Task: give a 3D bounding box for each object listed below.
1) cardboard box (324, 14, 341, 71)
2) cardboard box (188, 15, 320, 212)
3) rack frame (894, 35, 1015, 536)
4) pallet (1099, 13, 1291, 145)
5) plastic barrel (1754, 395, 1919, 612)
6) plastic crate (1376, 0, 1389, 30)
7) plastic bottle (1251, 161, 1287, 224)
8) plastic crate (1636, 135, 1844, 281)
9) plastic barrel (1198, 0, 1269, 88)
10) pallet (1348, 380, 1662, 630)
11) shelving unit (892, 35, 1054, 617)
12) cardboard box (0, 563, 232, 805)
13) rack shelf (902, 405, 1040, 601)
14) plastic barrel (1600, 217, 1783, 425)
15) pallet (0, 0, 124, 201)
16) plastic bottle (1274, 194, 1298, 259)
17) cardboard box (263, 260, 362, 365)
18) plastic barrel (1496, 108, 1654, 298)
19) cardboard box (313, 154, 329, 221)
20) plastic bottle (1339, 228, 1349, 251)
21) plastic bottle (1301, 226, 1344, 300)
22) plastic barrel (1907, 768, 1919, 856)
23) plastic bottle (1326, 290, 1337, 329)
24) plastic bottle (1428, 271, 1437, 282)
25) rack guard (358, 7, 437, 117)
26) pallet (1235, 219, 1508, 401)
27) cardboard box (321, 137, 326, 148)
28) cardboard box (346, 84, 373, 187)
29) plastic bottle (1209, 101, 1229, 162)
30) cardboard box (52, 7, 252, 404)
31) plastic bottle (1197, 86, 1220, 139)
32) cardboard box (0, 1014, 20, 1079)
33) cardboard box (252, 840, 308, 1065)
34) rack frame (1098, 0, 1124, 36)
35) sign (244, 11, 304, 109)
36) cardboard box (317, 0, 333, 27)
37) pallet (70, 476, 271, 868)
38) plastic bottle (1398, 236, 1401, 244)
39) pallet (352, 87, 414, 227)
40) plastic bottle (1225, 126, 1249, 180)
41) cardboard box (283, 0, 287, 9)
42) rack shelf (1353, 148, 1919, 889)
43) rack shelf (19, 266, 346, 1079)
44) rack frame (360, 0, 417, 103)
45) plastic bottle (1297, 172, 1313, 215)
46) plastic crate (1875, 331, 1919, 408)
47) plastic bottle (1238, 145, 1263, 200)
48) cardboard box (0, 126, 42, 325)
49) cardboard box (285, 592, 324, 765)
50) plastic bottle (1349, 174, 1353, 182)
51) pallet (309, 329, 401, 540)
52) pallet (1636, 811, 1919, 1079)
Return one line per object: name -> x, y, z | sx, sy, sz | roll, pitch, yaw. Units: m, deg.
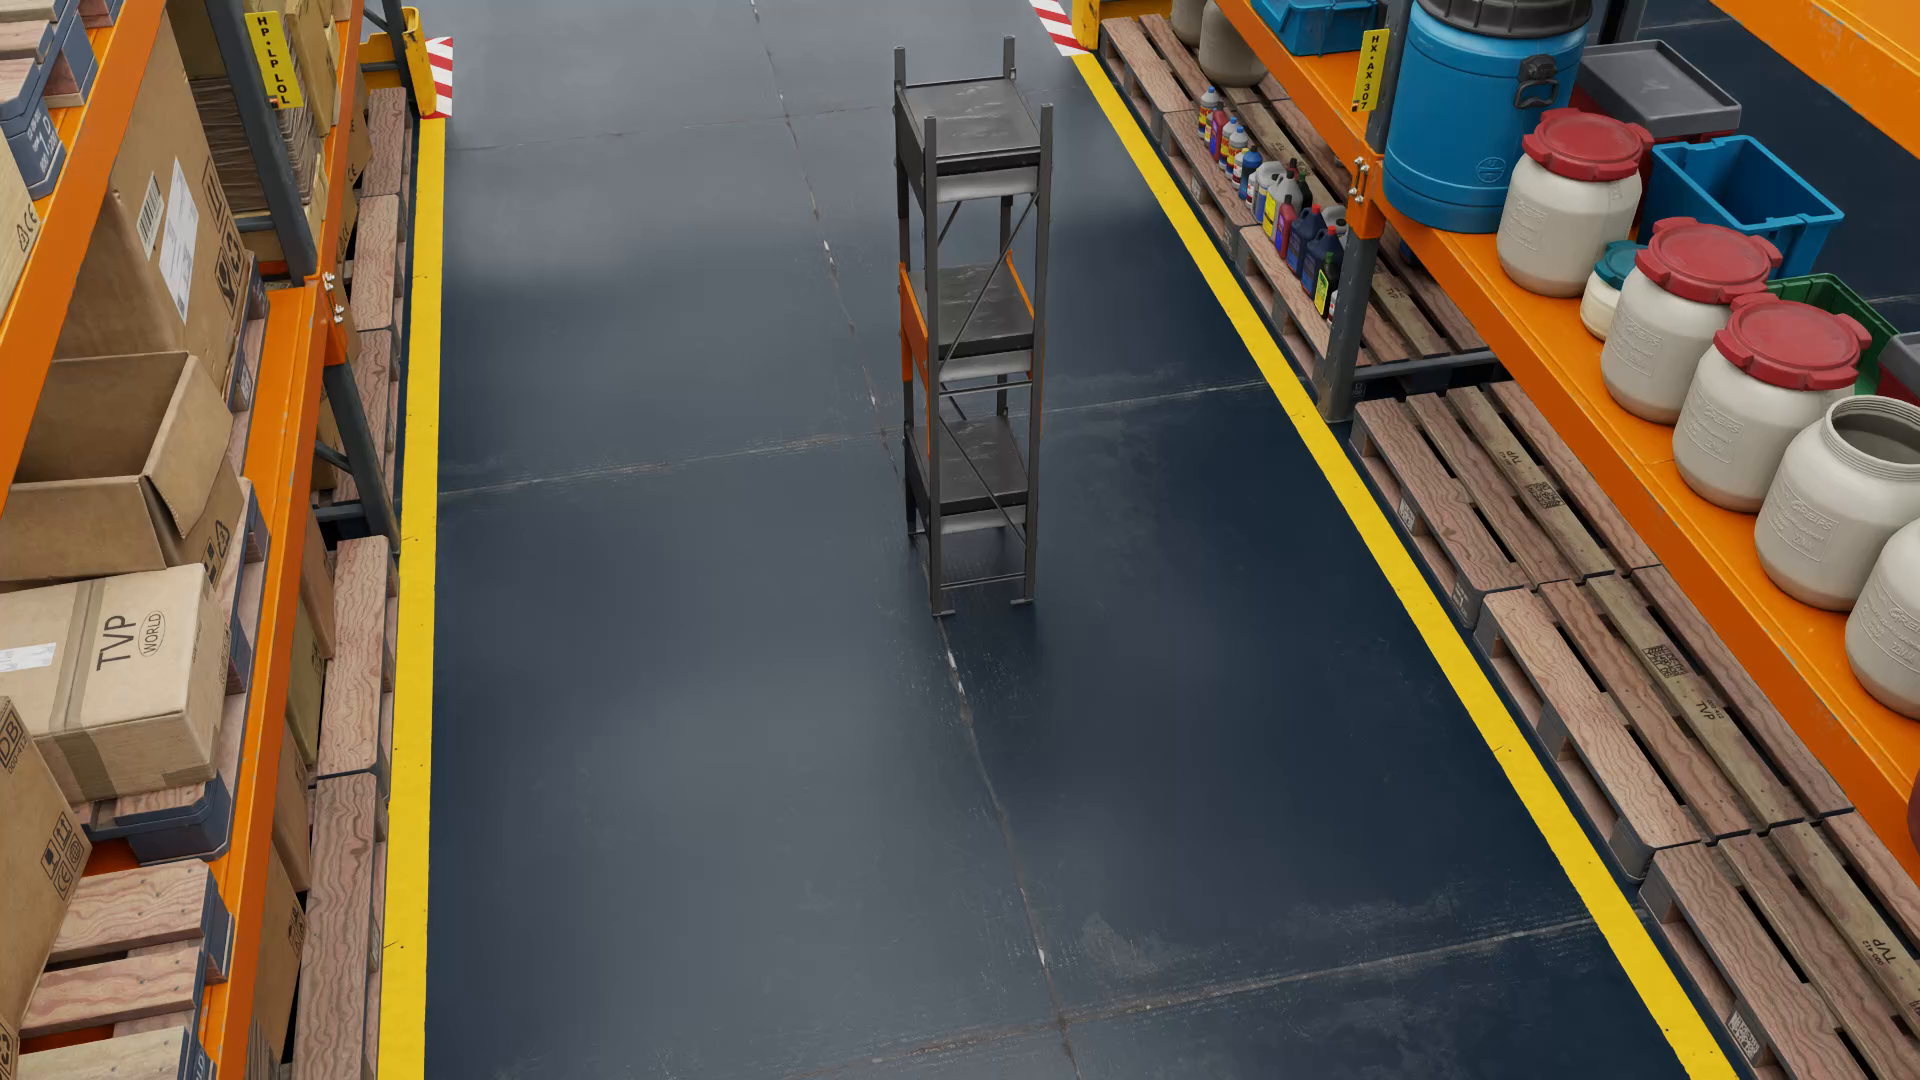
cardboard box -> -2.839, -2.087, 7.031 | 0.380, 0.149, 0.250 | -8, 42, -9
cardboard box -> -2.786, -1.477, 5.855 | 0.875, 0.500, 0.500 | -8, 42, -9
rack frame -> -0.017, -0.836, 6.110 | 0.400, 2.100, 0.015 | -8, 42, -9
pallet -> 1.456, -2.718, 9.653 | 1.003, 0.211, 1.213 | -8, 42, -9
plastic barrel -> 2.429, -0.096, 4.514 | 0.421, 0.512, 0.421 | 0, 42, 0
plastic crate -> 2.098, -2.072, 6.871 | 0.767, 0.338, 0.504 | -8, 42, -9
plastic bottle -> 1.524, -1.699, 8.125 | 0.152, 0.276, 0.135 | -8, 42, -8
plastic crate -> 2.629, -1.061, 5.698 | 0.392, 0.384, 0.575 | -8, 42, -9
plastic barrel -> 1.549, -2.817, 9.221 | 0.421, 0.512, 0.421 | 0, 42, 0
pallet -> 2.295, -0.191, 6.806 | 1.003, 0.211, 1.213 | -8, 42, -9
shelving unit -> 0.036, -0.678, 5.932 | 0.431, 2.100, 0.503 | -8, 42, -9
cardboard box -> -2.023, 0.345, 3.899 | 0.500, 0.250, 0.500 | -9, 42, -10
rack shelf -> 0.036, -0.144, 6.406 | 0.431, 0.518, 0.480 | -8, 42, -9
plastic barrel -> 2.238, -0.661, 5.133 | 0.433, 0.535, 0.433 | 0, 42, 0
pallet -> -2.493, -0.992, 3.490 | 1.213, 0.211, 1.003 | -8, 42, -9
plastic bottle -> 1.549, -1.486, 7.880 | 0.061, 0.283, 0.133 | -6, 42, -6
cardboard box -> -2.927, -0.885, 7.054 | 0.500, 0.500, 0.500 | 4, 42, 4
plastic barrel -> 2.080, -1.137, 5.669 | 0.433, 0.535, 0.433 | 0, 42, 0
cardboard box -> -2.543, -1.280, 6.122 | 0.380, 0.149, 0.250 | -8, 42, -9
plastic bottle -> 1.808, -1.308, 7.628 | 0.144, 0.351, 0.185 | -8, 42, -9
plastic bottle -> 1.667, -1.288, 7.605 | 0.144, 0.351, 0.185 | -9, 42, -10
plastic barrel -> 2.555, 0.547, 3.772 | 0.600, 0.536, 0.708 | -8, 42, -9
plastic bottle -> 1.705, -1.046, 7.446 | 0.097, 0.201, 0.097 | 0, 42, 0
plastic bottle -> 2.246, -1.346, 7.721 | 0.061, 0.283, 0.133 | -8, 42, -9
rack guard -> -3.596, -2.637, 9.344 | 1.175, 0.500, 0.348 | -8, 42, -9
pallet -> 1.983, -1.136, 7.871 | 1.003, 0.211, 1.213 | -8, 42, -9
cardboard box -> -2.687, -1.599, 6.481 | 0.380, 0.149, 0.250 | -8, 42, -9
cardboard box -> -3.331, -2.053, 8.370 | 0.500, 0.500, 0.500 | 2, 42, 2
plastic bottle -> 1.342, -2.110, 8.582 | 0.061, 0.283, 0.133 | -8, 42, -9
cardboard box -> -2.714, -0.874, 4.707 | 1.000, 1.000, 1.000 | -8, 42, -9
plastic bottle -> 1.311, -2.255, 8.754 | 0.097, 0.271, 0.097 | 0, 42, 0
cardboard box -> -2.041, 1.026, 2.943 | 0.500, 0.500, 0.500 | -13, 43, -15
cardboard box -> -2.311, 1.180, 4.713 | 0.700, 0.500, 0.500 | -5, 42, -6
rack frame -> 1.224, -4.330, 9.369 | 1.000, 3.000, 0.127 | -8, 42, -9
sign -> -2.208, -1.543, 5.356 | 0.100, 0.325, 0.005 | -8, 42, -9
cardboard box -> -3.133, -2.446, 6.947 | 0.875, 0.500, 0.500 | -8, 42, -9
pallet -> -2.353, 0.359, 4.230 | 1.003, 0.211, 1.213 | -8, 42, -9
plastic bottle -> 2.169, -1.541, 7.950 | 0.097, 0.271, 0.097 | 0, 42, 0
pallet -> -3.455, -1.997, 8.841 | 1.003, 0.211, 1.213 | -8, 42, -9
plastic bottle -> 1.406, -1.968, 8.431 | 0.097, 0.271, 0.097 | 0, 42, 0
cardboard box -> -2.707, -2.202, 5.919 | 0.500, 0.500, 0.500 | -8, 42, -9
rack shelf -> 2.519, -0.172, 5.226 | 1.077, 0.370, 4.000 | -8, 42, -9
rack shelf -> -2.317, 0.538, 4.427 | 1.077, 0.370, 4.000 | -8, 42, -9
rack frame -> -3.612, -3.621, 8.569 | 1.000, 3.000, 0.127 | -8, 42, -9
plastic bottle -> 1.650, -1.628, 8.039 | 0.061, 0.283, 0.133 | -8, 42, -9
plastic crate -> 2.901, -0.260, 4.735 | 0.402, 0.464, 0.583 | -8, 42, -9
plastic bottle -> 1.450, -1.836, 8.283 | 0.097, 0.271, 0.097 | 0, 42, 0
cardboard box -> -1.969, -0.507, 2.915 | 0.500, 0.250, 0.500 | -7, 42, -8
cardboard box -> -2.553, 0.455, 5.529 | 0.700, 0.500, 0.500 | -9, 42, -10
plastic bottle -> 2.037, -1.911, 8.420 | 0.097, 0.201, 0.097 | 0, 42, 0
pallet -> -2.928, -0.415, 7.059 | 1.003, 0.211, 1.213 | -8, 42, -9
pallet -> 2.821, 1.390, 5.025 | 1.003, 0.211, 1.213 | -8, 42, -9
